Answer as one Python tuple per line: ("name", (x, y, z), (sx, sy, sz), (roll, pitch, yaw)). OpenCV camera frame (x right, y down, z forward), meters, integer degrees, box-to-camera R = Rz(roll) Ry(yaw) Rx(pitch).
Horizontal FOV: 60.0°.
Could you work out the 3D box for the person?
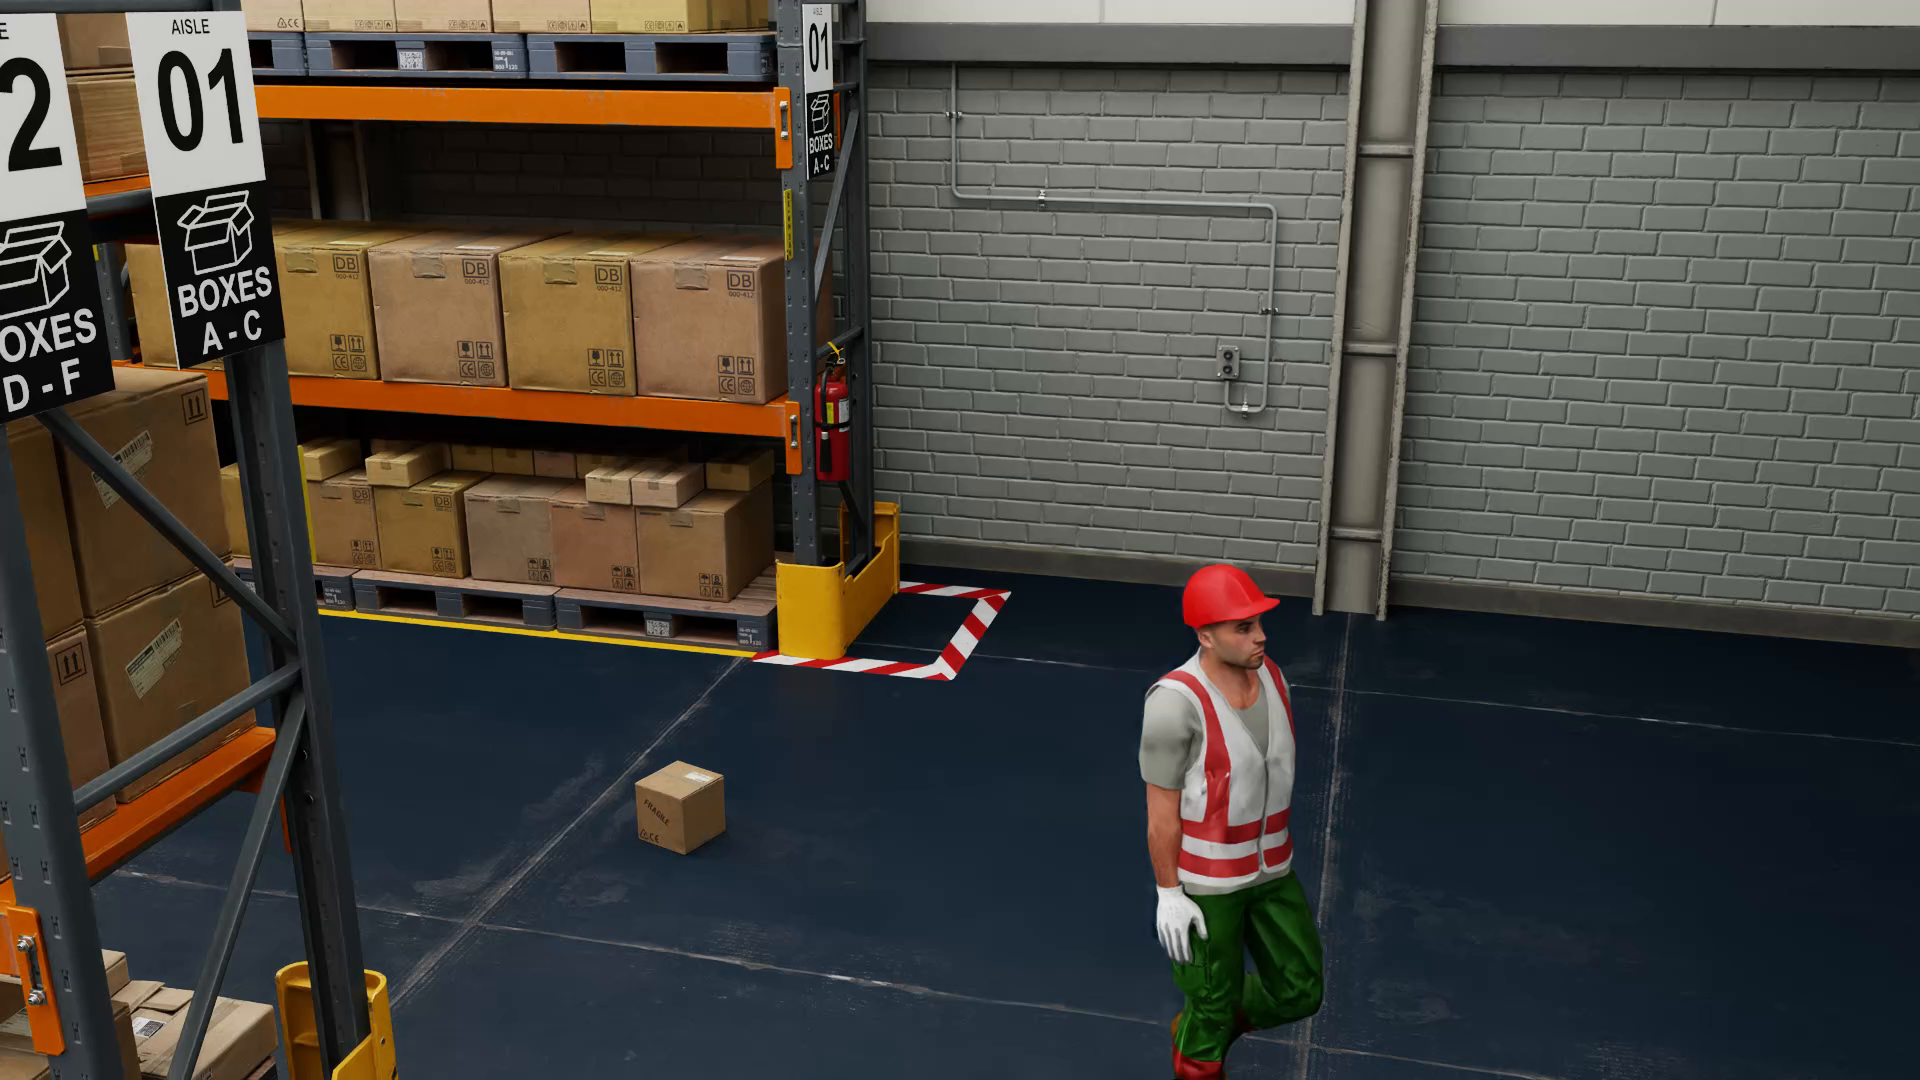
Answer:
("person", (0.728, 0.918, 4.624), (0.543, 1.782, 0.501), (-12, 22, -33))
